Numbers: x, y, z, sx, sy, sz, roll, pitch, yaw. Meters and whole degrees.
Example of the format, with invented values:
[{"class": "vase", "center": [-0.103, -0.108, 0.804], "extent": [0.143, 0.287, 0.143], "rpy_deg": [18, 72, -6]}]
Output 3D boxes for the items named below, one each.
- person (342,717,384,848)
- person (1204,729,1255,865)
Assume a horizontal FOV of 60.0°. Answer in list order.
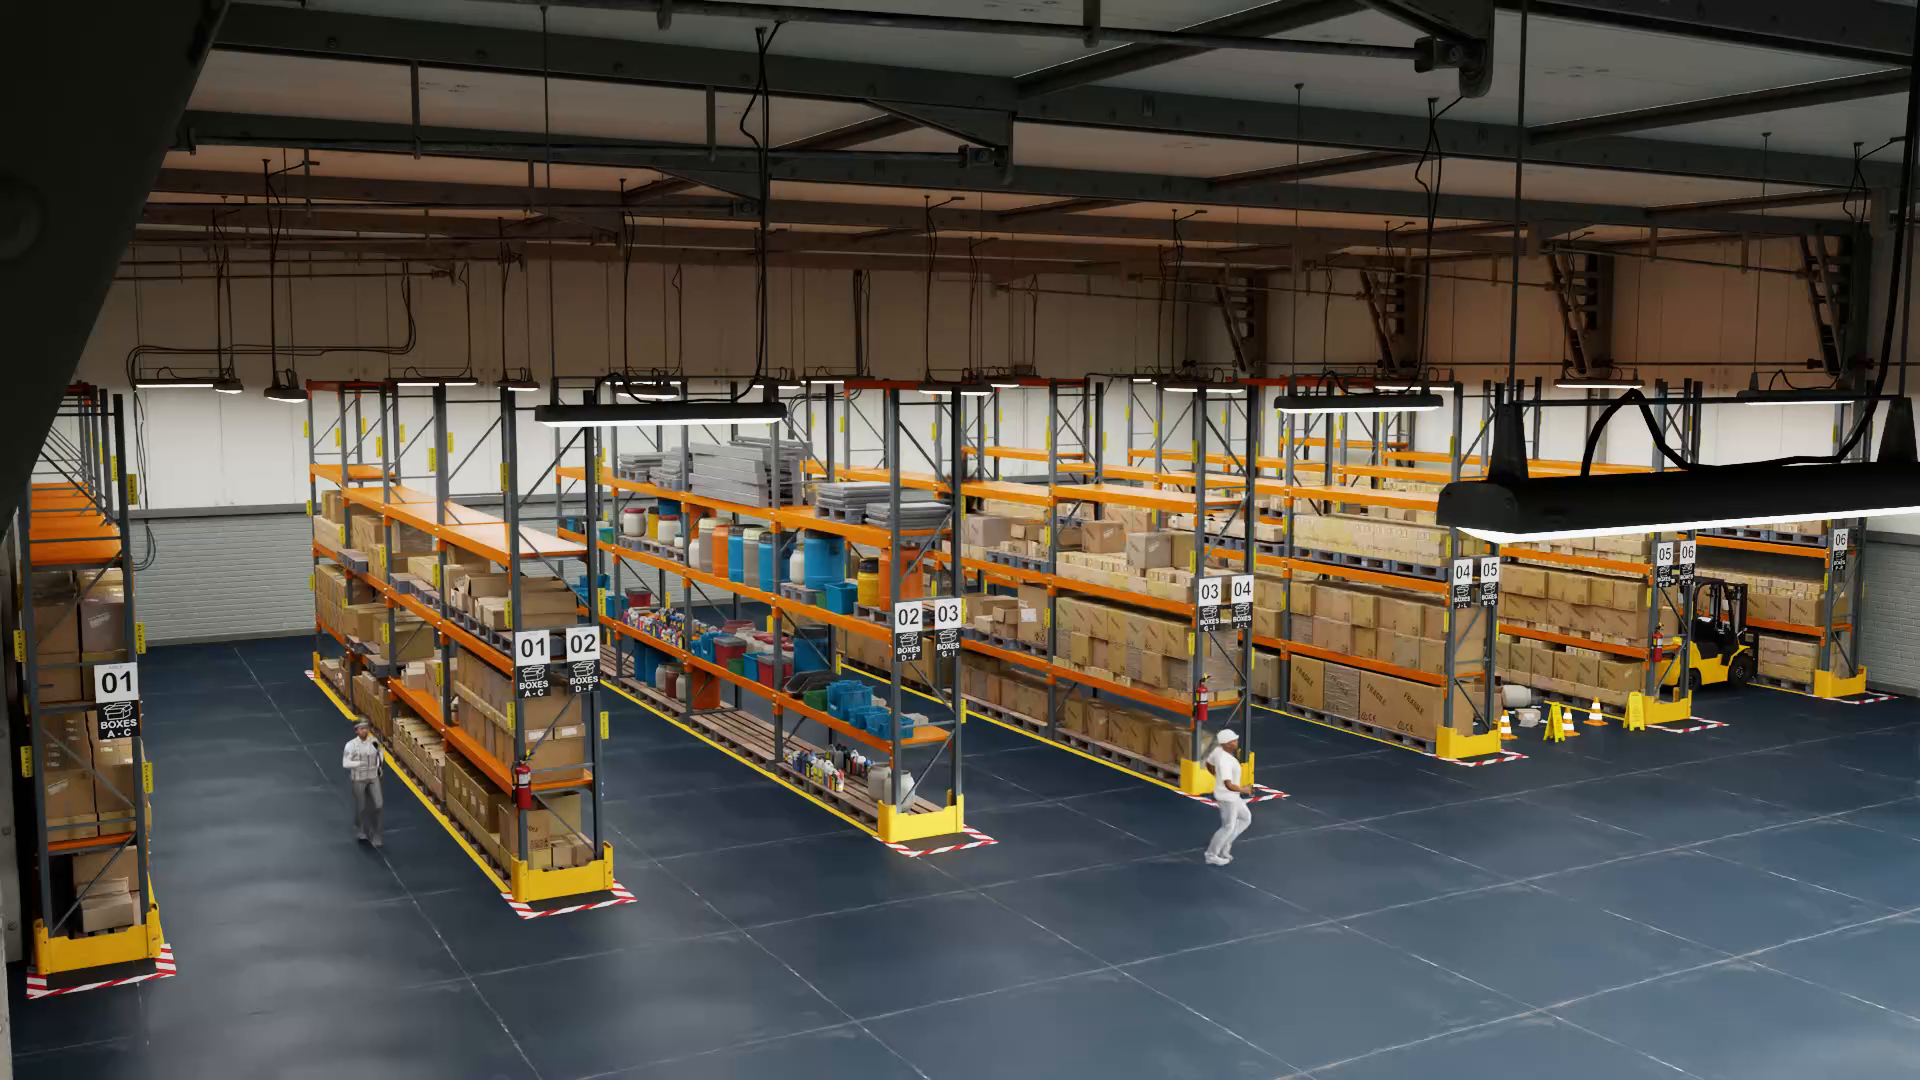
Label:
[{"class": "person", "center": [-7.795, 3.174, 21.834], "extent": [0.592, 1.734, 0.684], "rpy_deg": [-4, 7, -35]}, {"class": "person", "center": [3.398, 3.232, 20.988], "extent": [0.617, 1.725, 0.702], "rpy_deg": [0, 6, 4]}]
